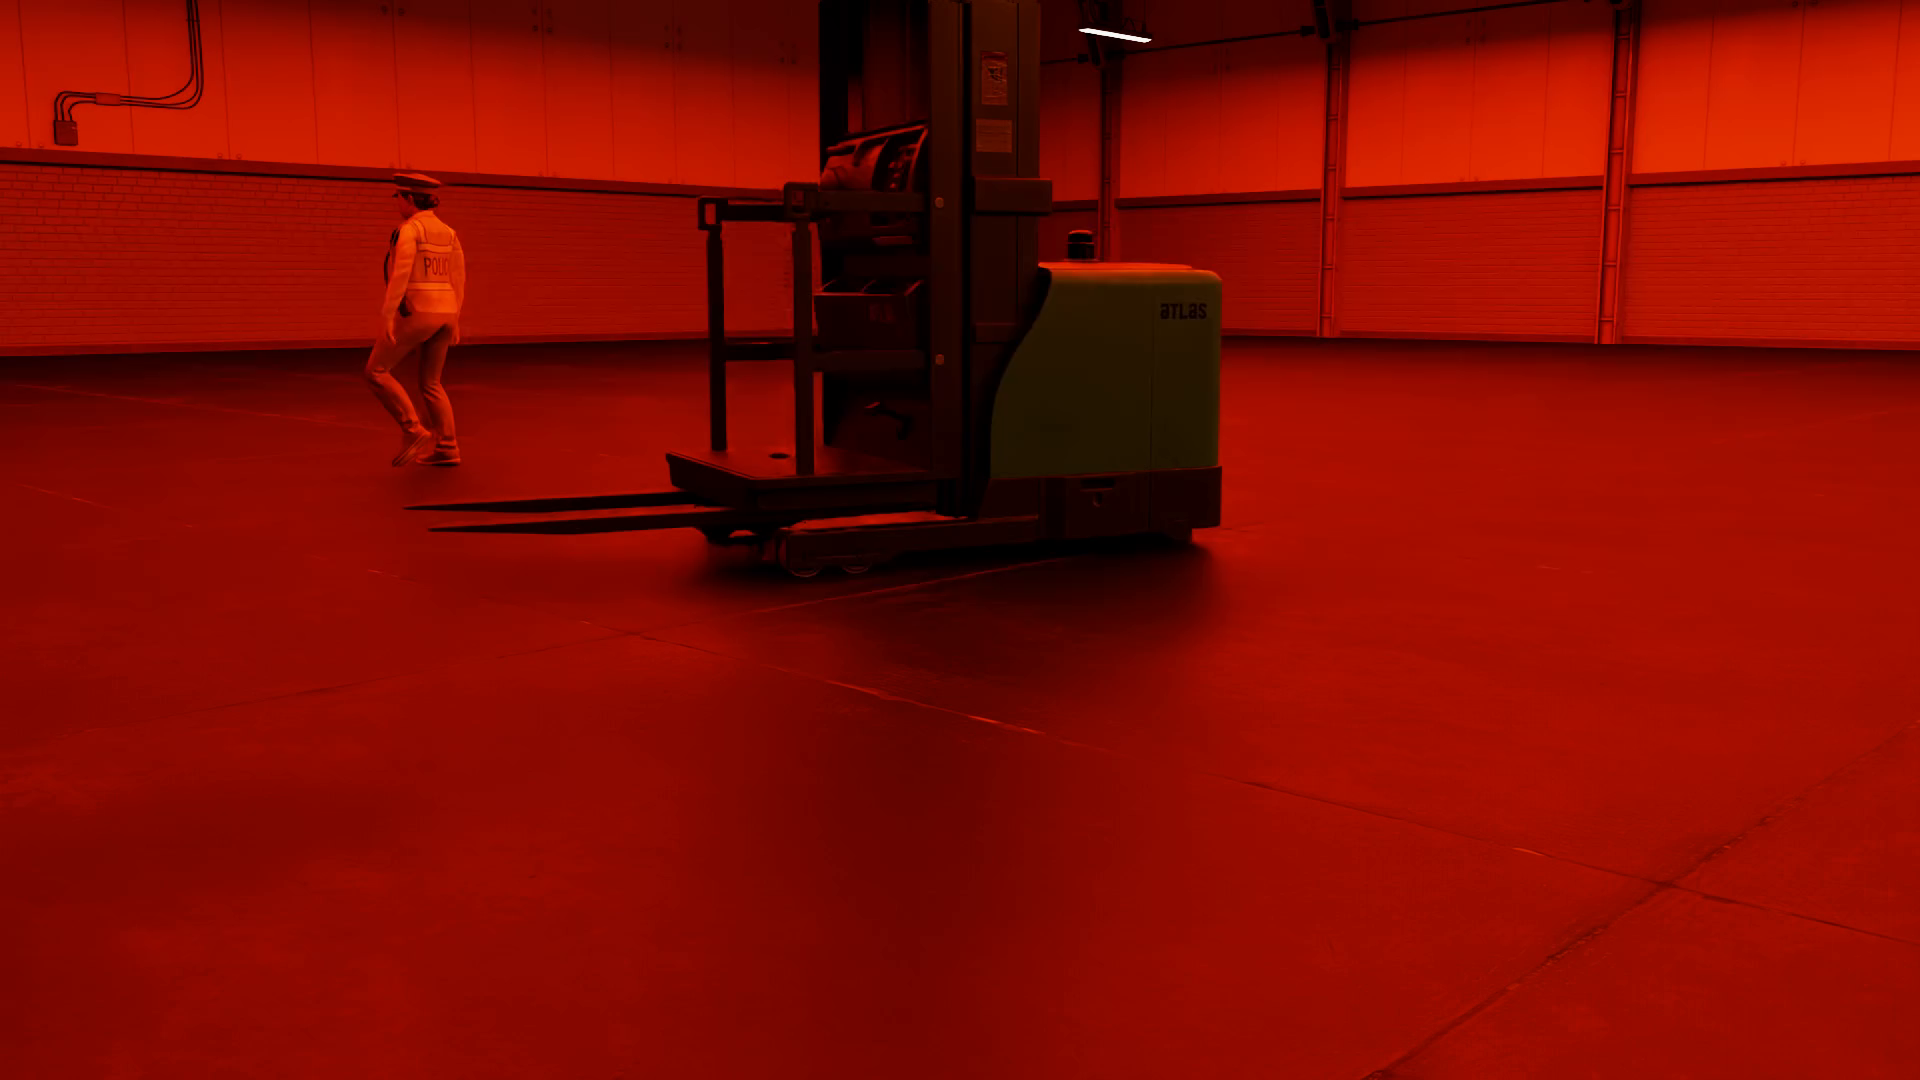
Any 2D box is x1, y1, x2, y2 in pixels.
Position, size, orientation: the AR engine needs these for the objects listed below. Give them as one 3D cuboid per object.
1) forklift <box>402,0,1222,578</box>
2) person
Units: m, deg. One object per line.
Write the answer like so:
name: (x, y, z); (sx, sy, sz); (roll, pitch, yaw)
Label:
forklift: (-0.519, -1.406, 6.209); (3.031, 2.935, 1.130); (-4, 9, -25)
person: (-3.105, -1.245, 9.454); (0.439, 1.652, 0.611); (3, 9, 16)
